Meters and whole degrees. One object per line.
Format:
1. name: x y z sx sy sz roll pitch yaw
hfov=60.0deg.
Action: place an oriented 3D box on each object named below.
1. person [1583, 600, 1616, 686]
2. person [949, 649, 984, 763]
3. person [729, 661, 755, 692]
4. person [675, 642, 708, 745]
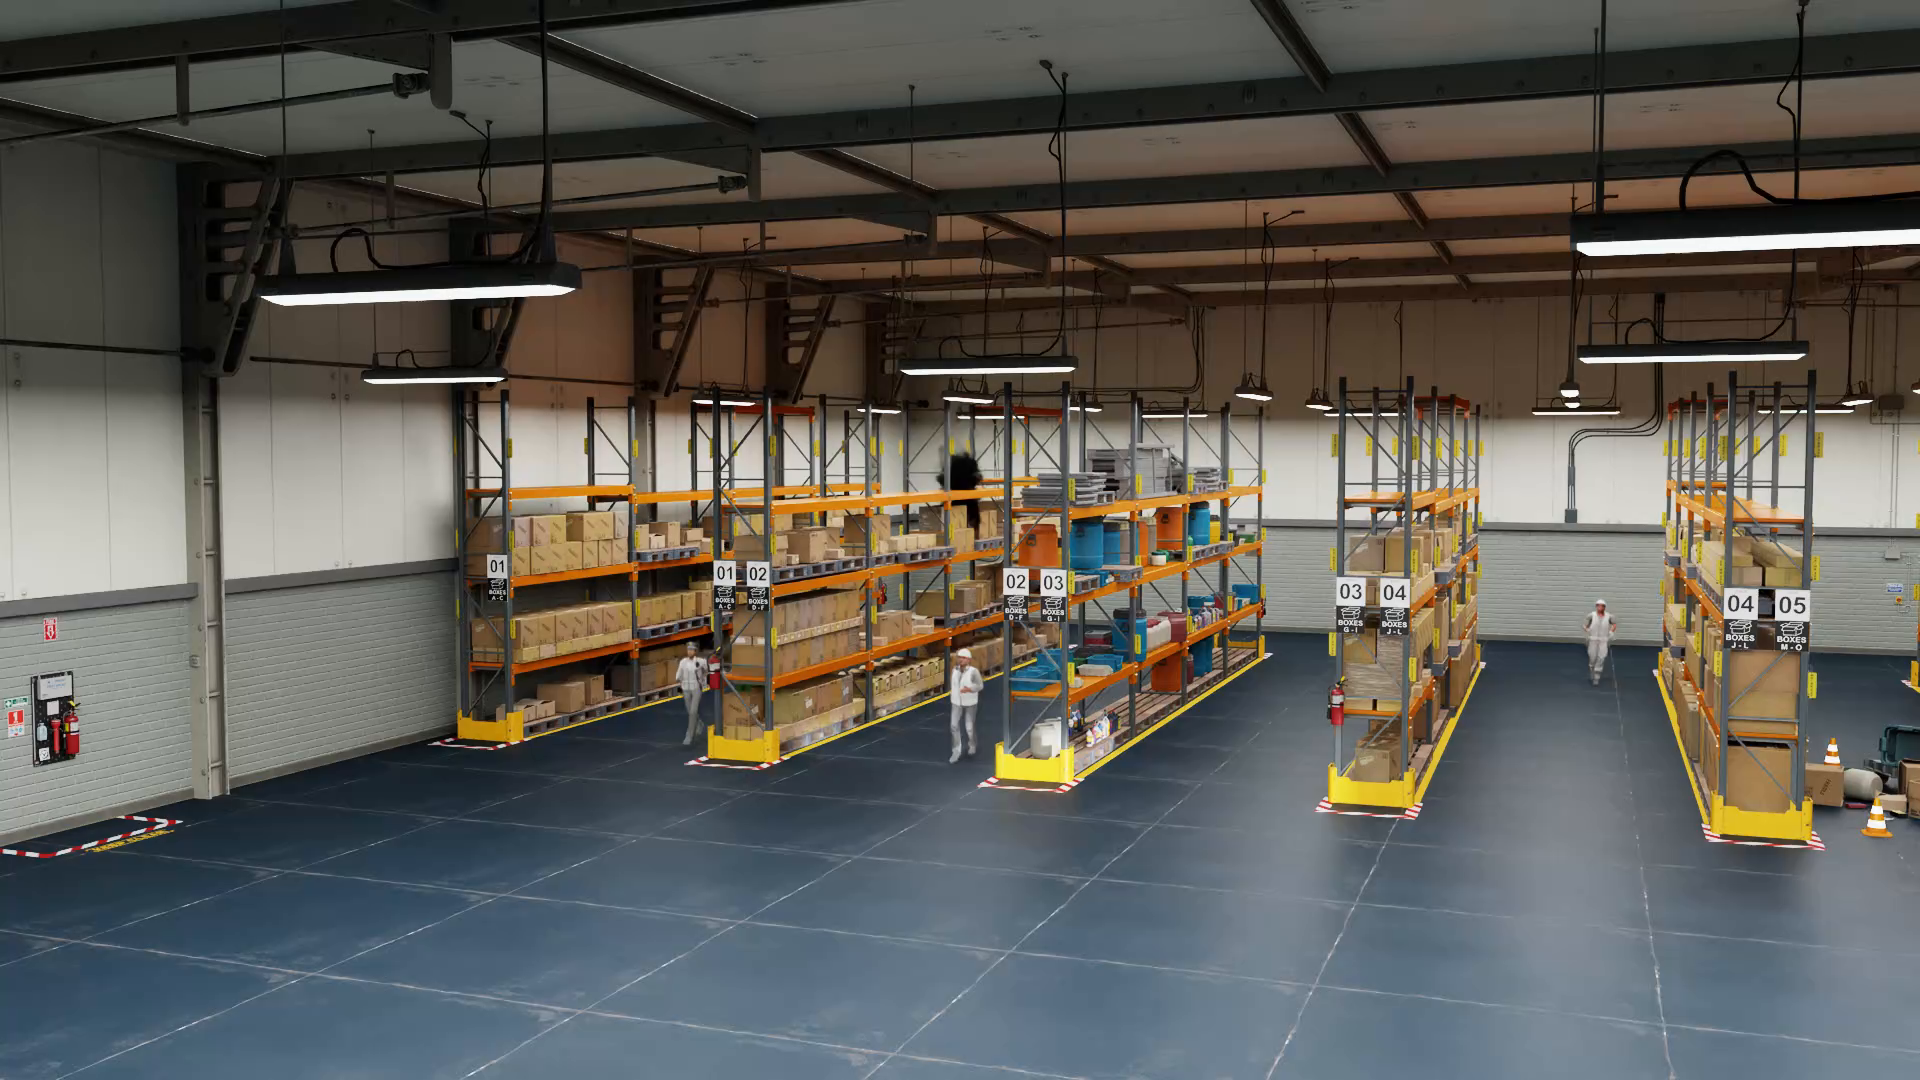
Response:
1. person: 13.589 2.163 35.356 0.661 1.797 0.971 1 3 21
2. person: 0.090 2.657 26.705 0.642 1.833 0.783 1 3 18
3. person: -3.852 2.479 30.151 0.657 1.743 0.605 1 3 11
4. person: -4.555 2.573 28.318 0.609 1.701 0.920 1 3 16
